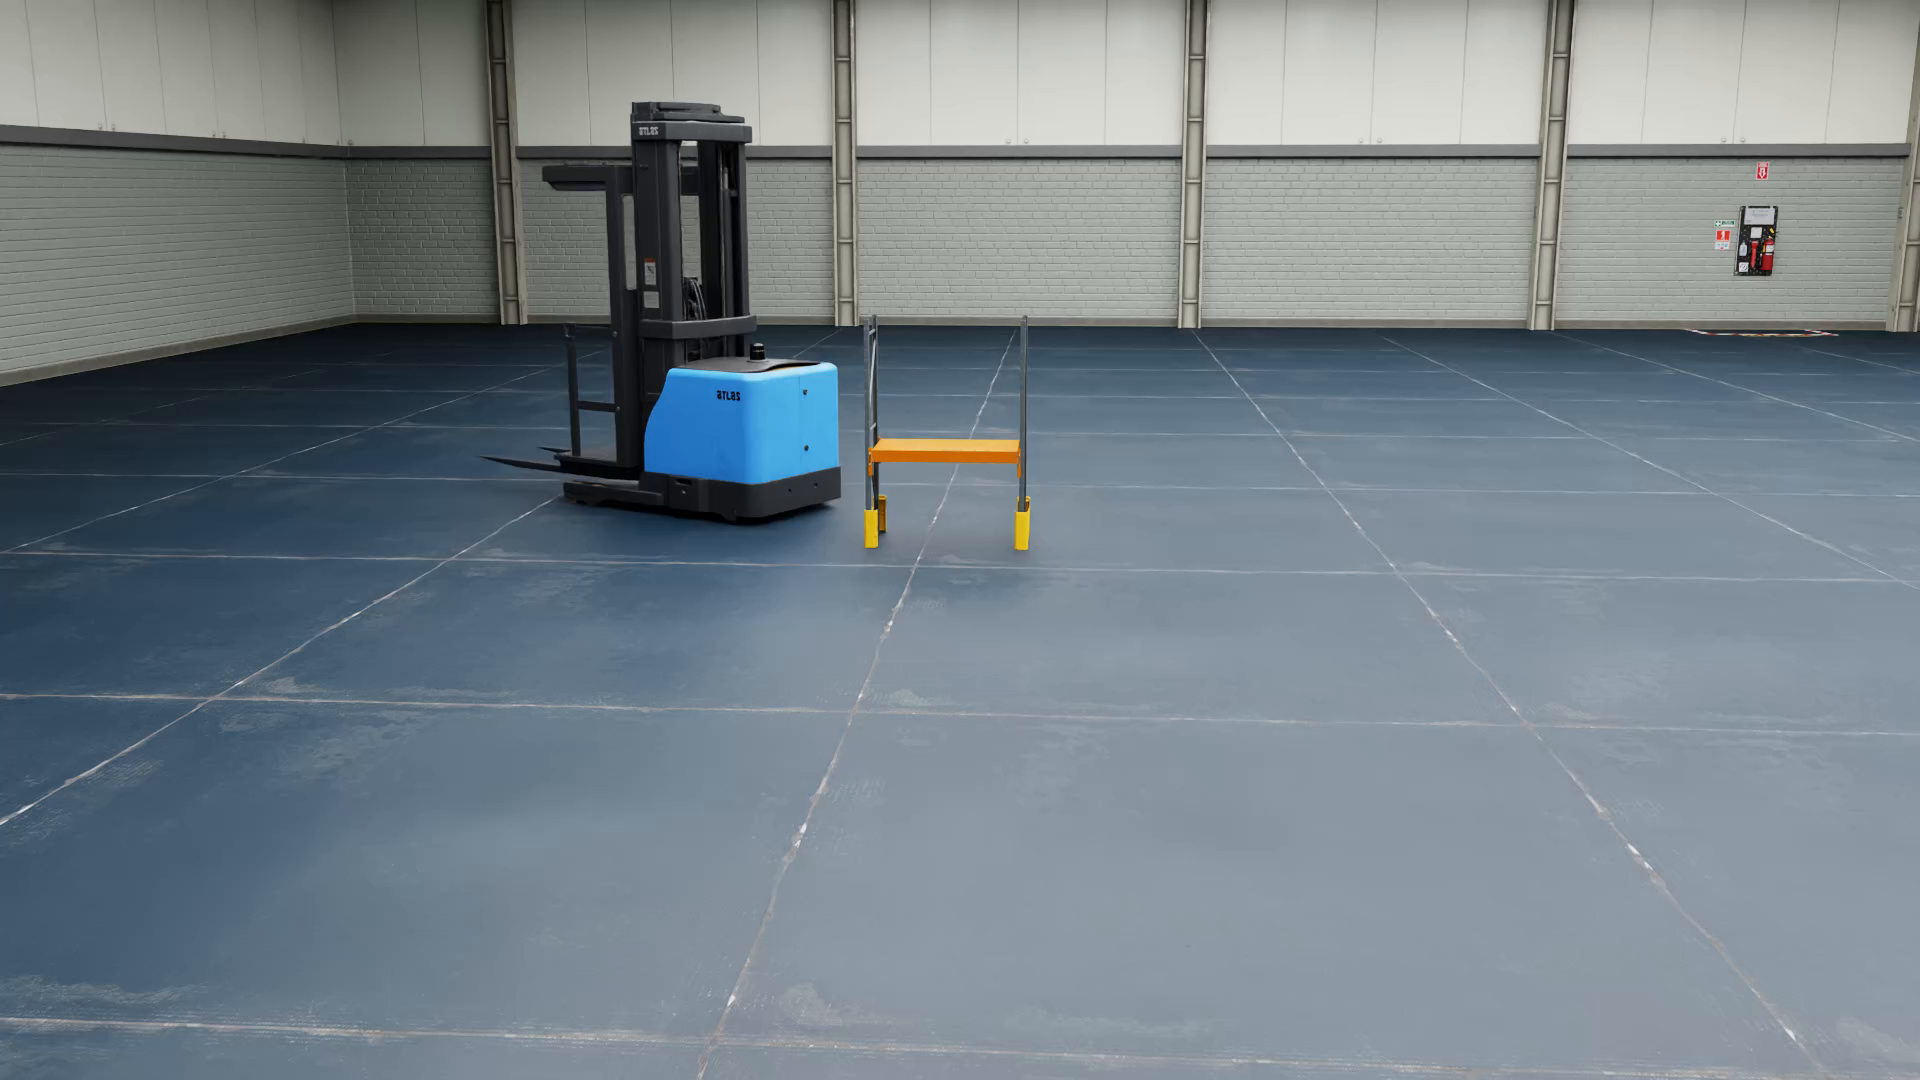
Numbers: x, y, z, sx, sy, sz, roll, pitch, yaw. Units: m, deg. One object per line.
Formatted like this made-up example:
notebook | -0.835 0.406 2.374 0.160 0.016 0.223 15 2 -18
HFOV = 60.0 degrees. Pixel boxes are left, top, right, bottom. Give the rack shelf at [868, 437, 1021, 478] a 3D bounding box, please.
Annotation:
rack shelf | -0.085 -0.559 11.157 1.000 0.185 0.538 1 12 4

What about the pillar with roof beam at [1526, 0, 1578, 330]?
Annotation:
pillar with roof beam | 9.692 -7.154 23.490 0.400 9.000 9.100 1 12 4

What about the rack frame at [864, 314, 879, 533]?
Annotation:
rack frame | -0.592 -0.742 11.153 0.032 1.500 0.500 1 12 4

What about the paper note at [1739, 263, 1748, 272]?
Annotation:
paper note | 13.331 -4.642 28.284 0.142 0.148 0.016 1 12 4

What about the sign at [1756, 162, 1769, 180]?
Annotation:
sign | 13.502 -6.212 27.975 0.199 0.298 0.001 1 12 4

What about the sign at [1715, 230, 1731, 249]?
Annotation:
sign | 12.958 -5.103 28.248 0.234 0.329 0.001 1 12 4

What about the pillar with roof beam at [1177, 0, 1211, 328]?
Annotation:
pillar with roof beam | 3.705 -7.236 23.882 0.400 9.000 9.100 1 12 4

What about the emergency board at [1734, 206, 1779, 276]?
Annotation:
emergency board | 13.503 -5.056 28.115 0.643 1.169 0.194 1 12 4

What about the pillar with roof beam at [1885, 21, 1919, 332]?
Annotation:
pillar with roof beam | 15.679 -7.072 23.097 0.400 9.000 9.100 1 12 4

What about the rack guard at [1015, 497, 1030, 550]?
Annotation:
rack guard | 0.421 -0.117 11.215 0.087 0.250 0.587 1 12 4

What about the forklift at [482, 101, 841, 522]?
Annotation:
forklift | -2.401 -1.773 12.584 3.031 2.935 1.130 8 14 33

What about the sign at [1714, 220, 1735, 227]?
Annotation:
sign | 12.962 -5.360 28.185 0.331 0.109 0.001 1 12 4

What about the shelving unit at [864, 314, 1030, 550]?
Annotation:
shelving unit | -0.076 -0.735 11.119 1.083 1.500 0.587 1 12 4

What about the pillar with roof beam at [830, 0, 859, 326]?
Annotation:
pillar with roof beam | -2.281 -7.318 24.274 0.400 9.000 9.100 1 12 4

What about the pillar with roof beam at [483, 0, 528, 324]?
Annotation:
pillar with roof beam | -8.268 -7.400 24.667 0.400 9.000 9.100 1 12 4

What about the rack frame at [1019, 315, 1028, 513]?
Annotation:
rack frame | 0.422 -0.728 11.087 0.032 1.500 0.500 1 12 4

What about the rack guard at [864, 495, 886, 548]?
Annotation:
rack guard | -0.573 -0.130 11.280 0.087 0.250 0.587 1 12 4
